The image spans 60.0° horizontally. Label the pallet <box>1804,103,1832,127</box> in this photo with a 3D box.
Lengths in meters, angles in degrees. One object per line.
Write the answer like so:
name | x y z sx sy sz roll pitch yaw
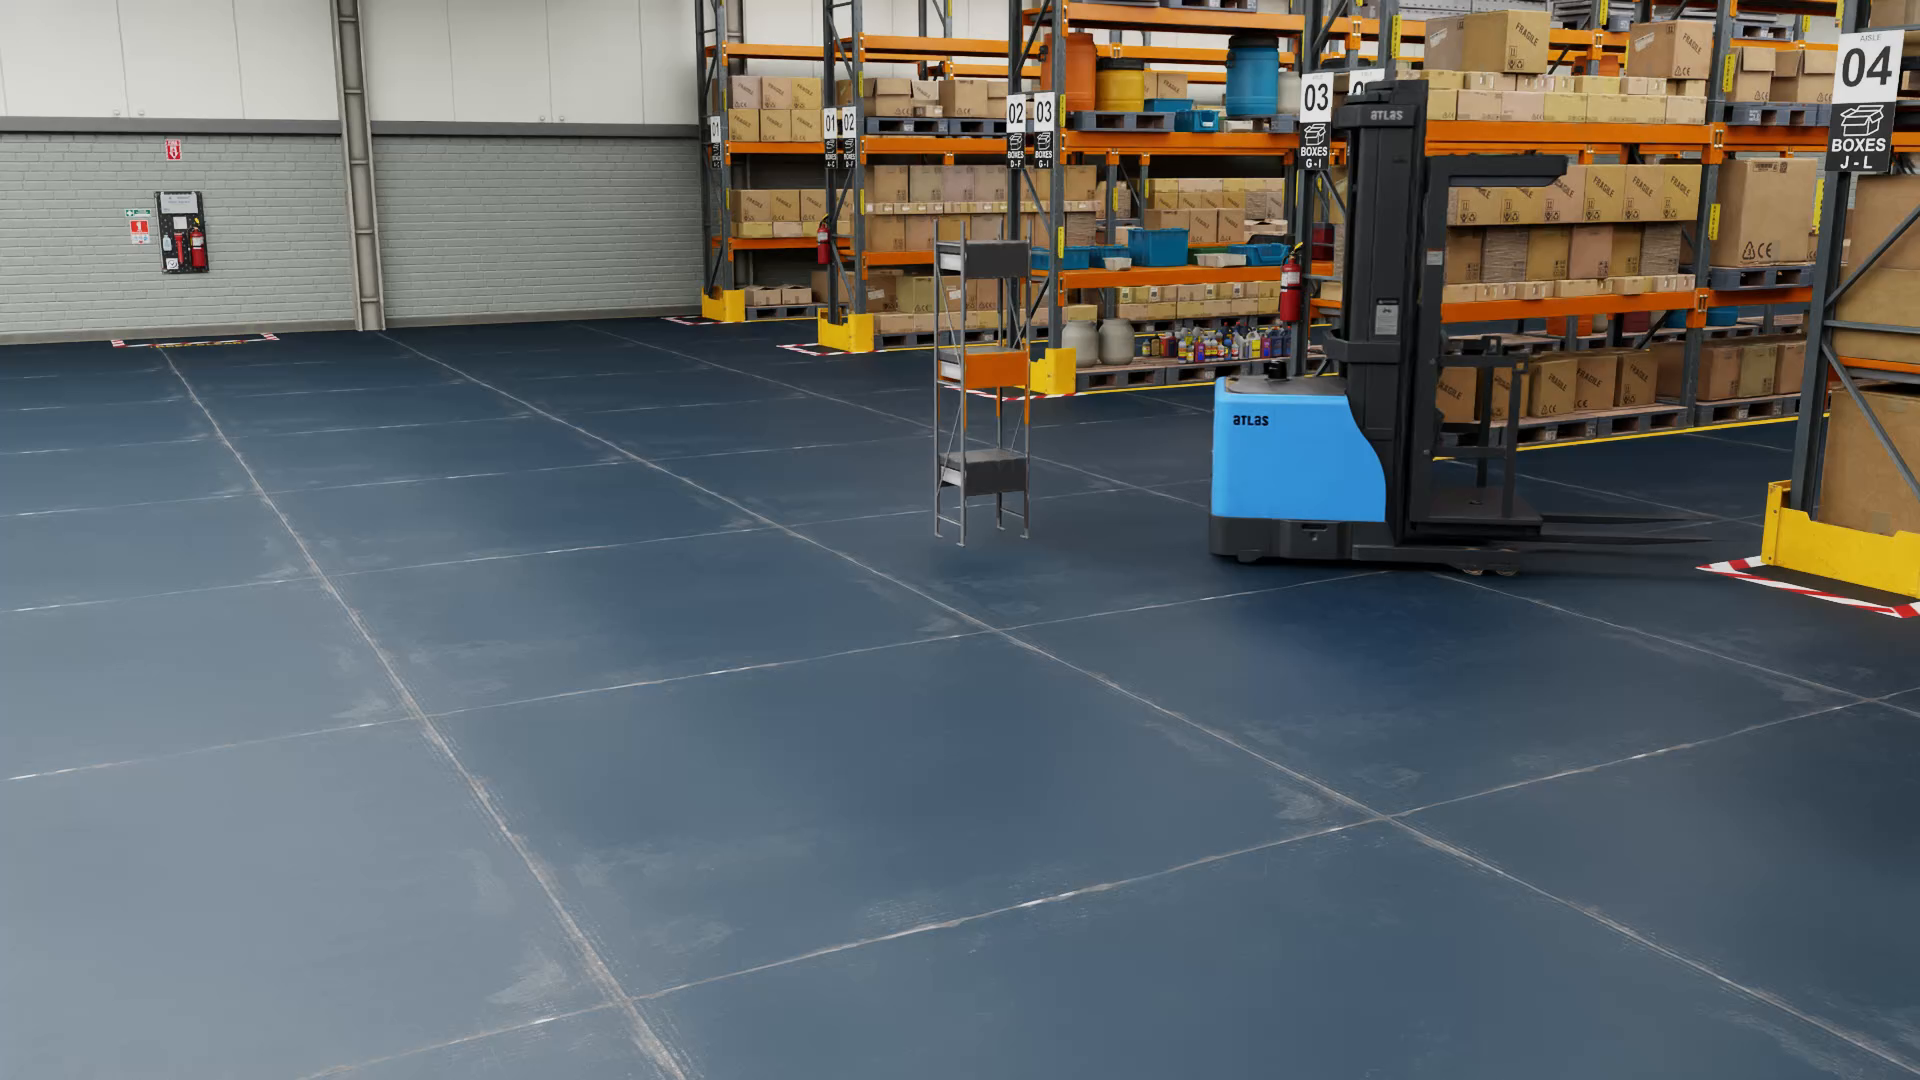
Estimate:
pallet | 8.205 -4.149 16.309 1.003 0.211 1.213 -7 14 -28

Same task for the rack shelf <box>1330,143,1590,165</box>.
rack shelf | 6.086 -4.900 20.859 4.000 0.370 1.077 -7 14 -28

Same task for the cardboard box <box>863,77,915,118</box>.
cardboard box | -1.044 -5.958 22.410 0.637 0.503 0.797 -6 14 -24

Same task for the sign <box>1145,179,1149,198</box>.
sign | 3.363 -6.330 29.949 0.005 0.325 0.100 -7 14 -28

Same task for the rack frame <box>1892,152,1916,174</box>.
rack frame | 14.863 -4.840 25.783 0.127 3.000 1.000 -7 14 -28

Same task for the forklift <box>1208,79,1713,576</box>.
forklift | 3.125 -1.334 10.363 3.031 2.935 1.130 2 13 8

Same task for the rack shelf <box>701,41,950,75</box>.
rack shelf | -2.172 -7.851 27.143 4.000 0.370 1.077 -7 14 -28

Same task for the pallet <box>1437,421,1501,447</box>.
pallet | 3.989 -0.928 14.754 1.213 0.211 1.003 -7 14 -28

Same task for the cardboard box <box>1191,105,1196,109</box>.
cardboard box | 3.932 -7.762 30.707 0.500 0.500 0.700 -8 15 -31

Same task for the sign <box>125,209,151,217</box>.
sign | -11.708 -4.659 23.691 0.331 0.109 0.001 -7 14 -28

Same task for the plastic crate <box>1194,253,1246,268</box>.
plastic crate | 3.026 -3.229 19.227 0.437 0.136 0.530 -7 14 -28

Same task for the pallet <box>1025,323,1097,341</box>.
pallet | 1.242 -3.097 24.388 1.213 0.211 1.003 -7 14 -28

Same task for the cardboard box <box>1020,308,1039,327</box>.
cardboard box | 0.782 -3.199 23.798 0.500 0.250 0.500 -7 14 -28

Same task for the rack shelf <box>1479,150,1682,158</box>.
rack shelf | 10.737 -6.697 28.842 4.000 0.370 1.077 -7 14 -28

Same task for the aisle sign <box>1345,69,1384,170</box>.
aisle sign | 3.282 -3.406 13.492 0.004 0.787 0.394 -7 14 -28

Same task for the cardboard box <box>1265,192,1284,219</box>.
cardboard box | 5.878 -6.379 31.673 0.500 0.500 0.500 -7 14 -27

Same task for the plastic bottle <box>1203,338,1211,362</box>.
plastic bottle | 2.861 -2.207 19.296 0.097 0.271 0.097 0 13 0

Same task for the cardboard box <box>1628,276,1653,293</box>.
cardboard box | 6.183 -2.382 15.434 0.250 0.149 0.380 -7 14 -28

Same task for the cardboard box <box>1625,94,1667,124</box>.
cardboard box | 5.965 -3.862 14.948 0.500 0.250 0.500 -6 14 -26

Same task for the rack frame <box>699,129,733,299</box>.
rack frame | -3.928 -5.066 26.788 0.127 3.000 1.000 -7 14 -28

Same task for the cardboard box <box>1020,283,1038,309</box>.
cardboard box | 0.776 -3.567 23.726 0.500 0.500 0.500 -7 14 -28

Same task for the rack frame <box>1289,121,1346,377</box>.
rack frame | 3.192 -2.202 14.063 0.127 3.000 1.000 -7 14 -28

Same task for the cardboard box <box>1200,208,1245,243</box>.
cardboard box | 4.006 -4.822 25.478 0.500 0.500 0.500 -8 15 -31

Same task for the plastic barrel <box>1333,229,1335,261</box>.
plastic barrel | 4.814 -3.804 20.040 0.708 0.901 0.600 -7 14 -28

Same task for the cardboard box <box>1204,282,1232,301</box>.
cardboard box | 3.791 -3.827 25.311 0.500 0.311 0.500 -6 14 -26

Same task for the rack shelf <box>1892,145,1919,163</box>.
rack shelf | 11.970 -4.367 18.487 4.000 0.370 1.077 -7 14 -28

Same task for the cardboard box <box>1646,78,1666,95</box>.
cardboard box | 6.100 -4.064 14.939 0.250 0.149 0.380 -8 15 -31

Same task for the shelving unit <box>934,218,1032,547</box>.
shelving unit | 0.145 -1.042 10.956 0.503 2.100 0.431 -7 14 -28

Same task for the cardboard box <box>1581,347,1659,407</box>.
cardboard box | 6.333 -1.574 16.008 0.500 0.500 0.500 -7 15 -30

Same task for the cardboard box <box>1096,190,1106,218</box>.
cardboard box | 2.209 -6.056 29.955 0.500 0.500 0.700 -8 15 -33

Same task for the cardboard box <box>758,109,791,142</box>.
cardboard box | -3.026 -6.625 26.608 0.500 0.500 0.500 -6 14 -24

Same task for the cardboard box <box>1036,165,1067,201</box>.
cardboard box | 1.131 -5.113 23.814 0.500 0.500 0.700 -7 14 -28

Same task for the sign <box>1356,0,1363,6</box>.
sign | 4.584 -6.295 19.062 0.005 0.325 0.100 -7 14 -28

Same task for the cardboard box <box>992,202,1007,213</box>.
cardboard box | 0.477 -4.666 23.306 0.250 0.149 0.380 -6 14 -26

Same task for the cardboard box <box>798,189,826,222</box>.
cardboard box | -2.470 -5.464 27.144 0.500 0.500 0.500 -7 15 -30

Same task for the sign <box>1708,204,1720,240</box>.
sign | 6.970 -2.942 15.377 0.005 0.325 0.100 -7 14 -28

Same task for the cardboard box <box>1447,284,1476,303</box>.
cardboard box | 4.222 -2.140 14.359 0.250 0.149 0.380 -7 14 -28

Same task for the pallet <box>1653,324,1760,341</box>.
pallet | 10.655 -2.986 23.895 1.213 0.211 1.003 -7 14 -28

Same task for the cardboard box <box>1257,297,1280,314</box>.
cardboard box | 4.675 -3.659 25.844 0.500 0.250 0.500 -7 14 -29

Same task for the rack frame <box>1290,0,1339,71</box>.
rack frame | 5.471 -7.880 25.629 0.127 3.000 1.000 -7 14 -28

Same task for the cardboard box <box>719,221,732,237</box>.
cardboard box | -3.610 -5.089 27.187 0.500 0.250 0.500 -7 14 -27

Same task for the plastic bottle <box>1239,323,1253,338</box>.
plastic bottle | 3.492 -2.467 20.271 0.185 0.351 0.144 -7 14 -28

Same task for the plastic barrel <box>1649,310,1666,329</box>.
plastic barrel | 9.706 -3.240 23.383 0.421 0.512 0.421 0 13 0

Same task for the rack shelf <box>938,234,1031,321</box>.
rack shelf | 0.145 -1.711 10.805 0.480 0.518 0.431 -7 14 -28

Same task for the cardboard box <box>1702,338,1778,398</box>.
cardboard box | 7.680 -1.725 16.634 0.500 0.500 0.700 -7 14 -28

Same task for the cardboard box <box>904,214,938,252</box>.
cardboard box | -0.676 -4.263 22.993 0.500 0.500 0.700 -6 14 -26

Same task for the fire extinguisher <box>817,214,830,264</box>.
fire extinguisher | -1.877 -4.151 22.899 0.183 0.674 0.296 -7 14 -28

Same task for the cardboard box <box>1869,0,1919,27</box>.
cardboard box | 5.776 -3.130 9.834 0.500 0.250 0.500 -7 14 -27

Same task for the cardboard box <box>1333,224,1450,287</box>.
cardboard box | 3.688 -2.449 14.253 0.500 0.500 0.875 -7 14 -28

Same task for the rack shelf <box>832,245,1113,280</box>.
rack shelf | 0.205 -3.971 23.561 4.000 0.370 1.077 -7 14 -28

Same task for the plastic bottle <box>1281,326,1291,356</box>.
plastic bottle | 3.903 -2.377 19.869 0.185 0.351 0.144 -7 15 -29

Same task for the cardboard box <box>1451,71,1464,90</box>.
cardboard box | 3.981 -3.830 13.899 0.250 0.149 0.380 -7 15 -29

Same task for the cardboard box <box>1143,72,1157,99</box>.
cardboard box | 2.520 -6.551 24.231 0.500 0.500 0.500 -7 14 -27

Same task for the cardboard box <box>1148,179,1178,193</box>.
cardboard box | 3.642 -6.478 30.404 0.500 0.250 0.500 -6 14 -27

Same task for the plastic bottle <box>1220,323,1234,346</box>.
plastic bottle | 3.257 -2.475 20.306 0.185 0.351 0.144 -8 15 -30
